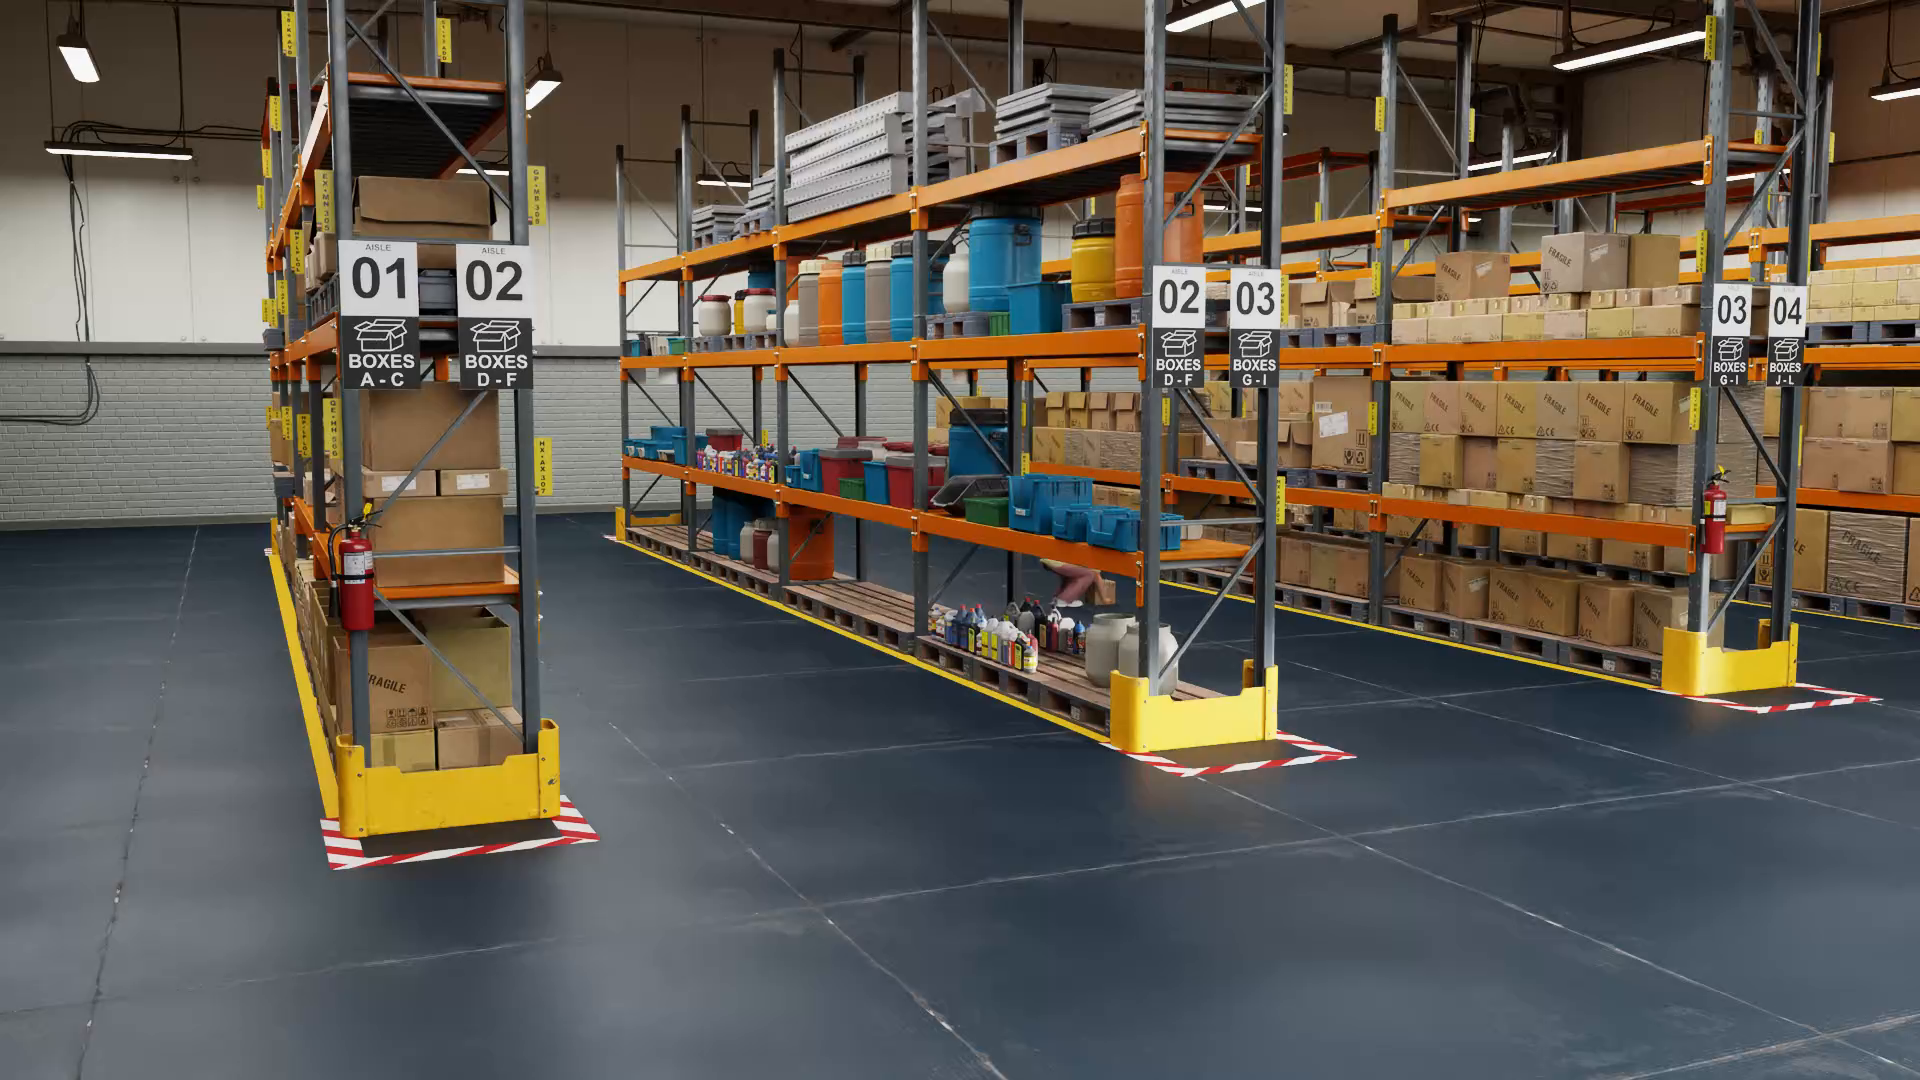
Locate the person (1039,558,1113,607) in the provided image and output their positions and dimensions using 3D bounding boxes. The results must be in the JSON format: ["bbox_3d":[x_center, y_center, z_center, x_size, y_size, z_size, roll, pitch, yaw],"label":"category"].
[{"bbox_3d":[1.286,0.353,18.252,0.863,0.759,0.450,-3,6,-25],"label":"person"}]
